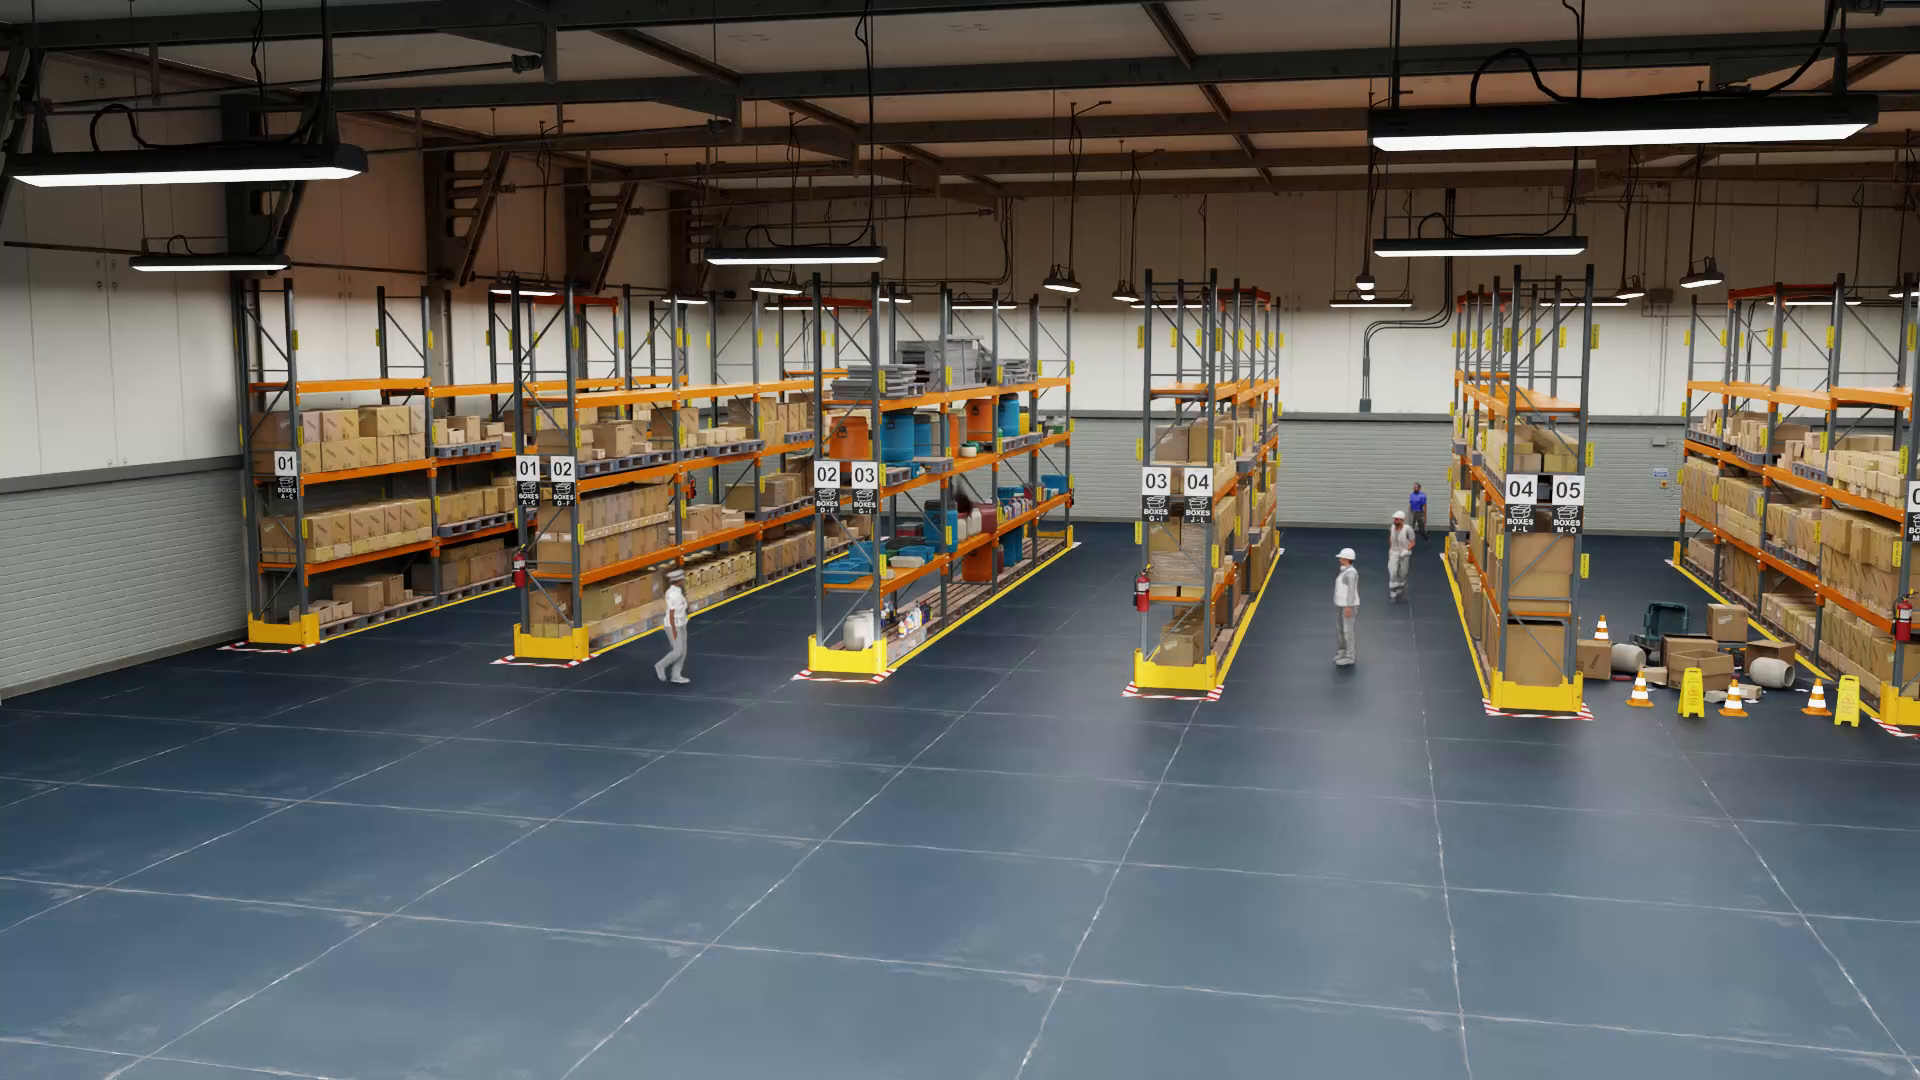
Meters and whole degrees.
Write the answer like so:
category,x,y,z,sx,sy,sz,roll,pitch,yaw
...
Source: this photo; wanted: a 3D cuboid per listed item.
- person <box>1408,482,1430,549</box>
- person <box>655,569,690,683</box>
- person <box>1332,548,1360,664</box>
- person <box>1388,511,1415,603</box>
category,x,y,z,sx,sy,sz,roll,pitch,yaw
person,10.968,-0.590,39.884,0.498,1.618,0.823,5,8,36
person,-4.181,1.260,24.188,0.498,1.668,0.464,2,7,18
person,6.001,1.021,25.900,0.418,1.783,0.530,-2,7,-13
person,8.514,0.334,32.076,0.495,1.804,0.877,2,7,15
